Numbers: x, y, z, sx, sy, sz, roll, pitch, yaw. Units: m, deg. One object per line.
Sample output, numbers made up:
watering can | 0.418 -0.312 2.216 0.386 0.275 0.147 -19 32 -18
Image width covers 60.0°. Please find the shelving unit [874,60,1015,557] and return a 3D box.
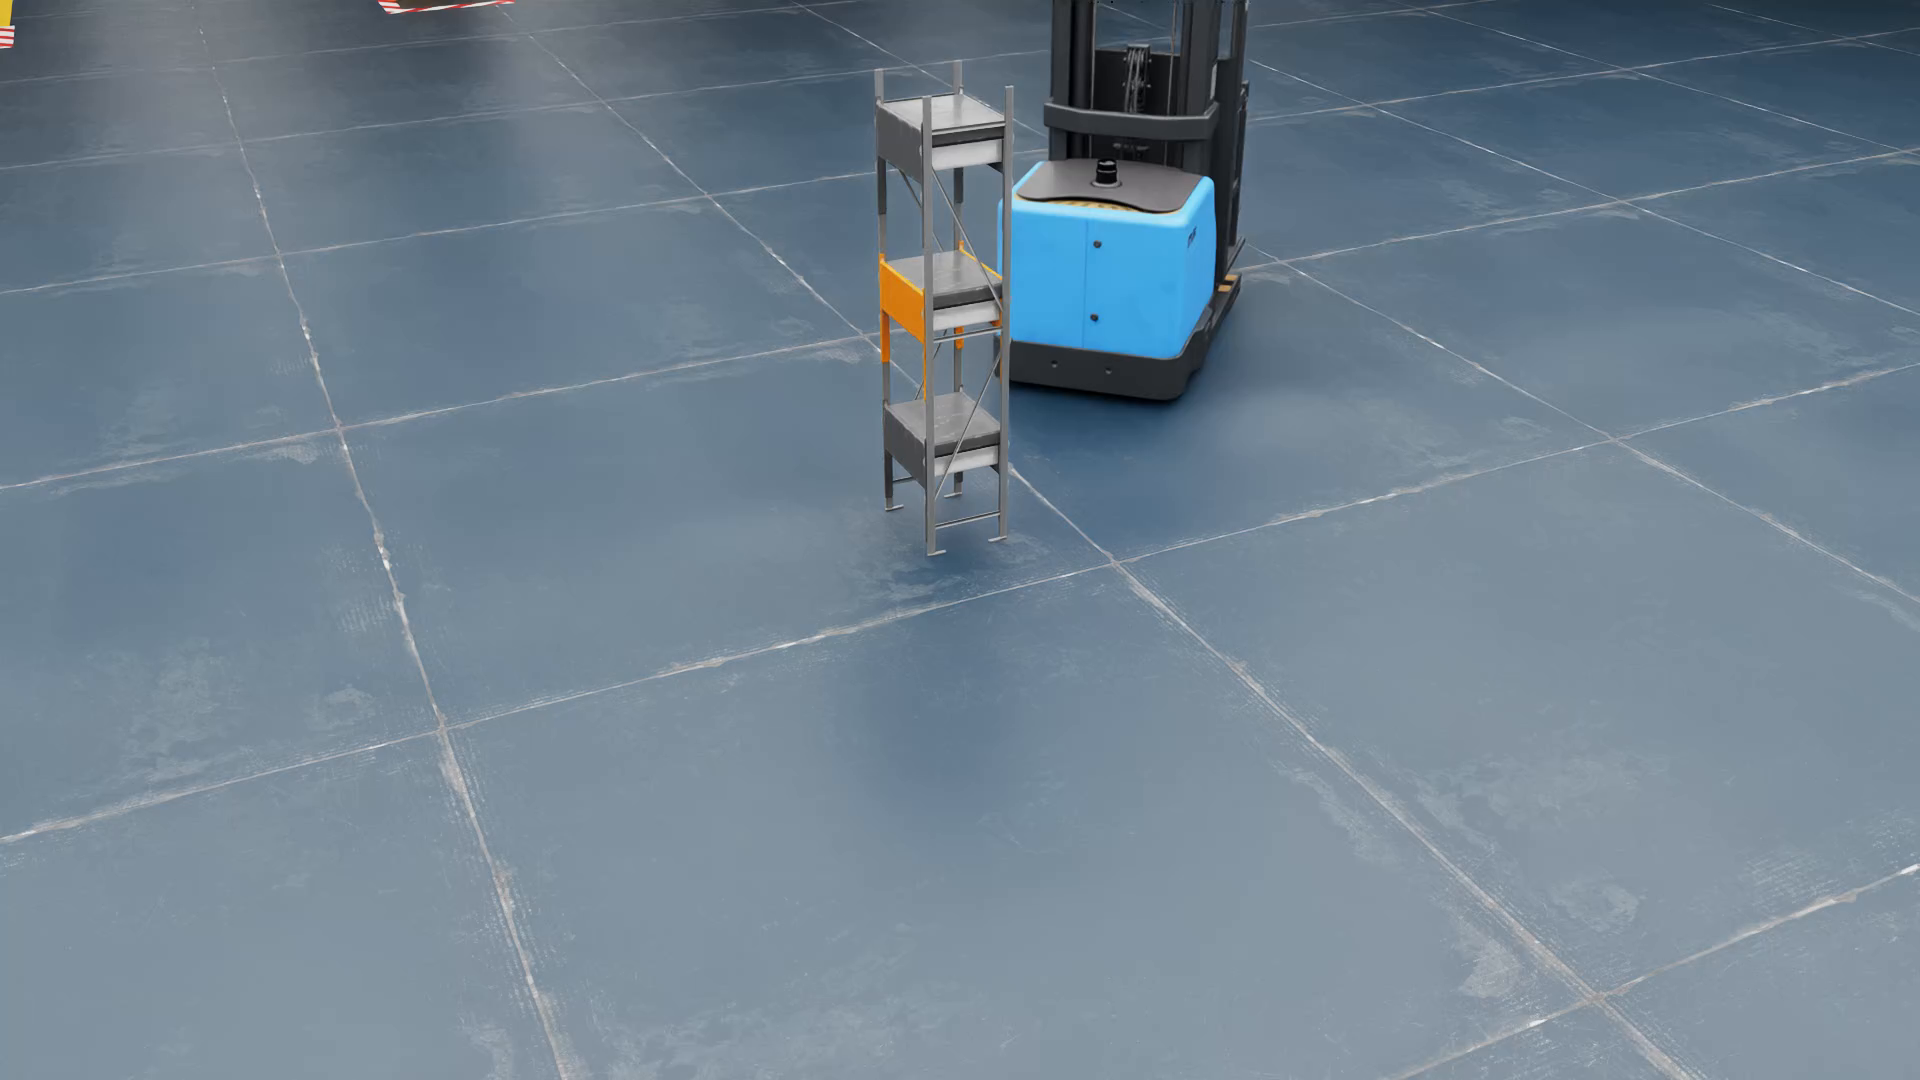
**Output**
shelving unit | -0.071 -0.989 7.367 0.431 2.100 0.503 -13 32 -22

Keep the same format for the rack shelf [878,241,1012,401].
rack shelf | -0.071 -0.977 7.374 0.431 0.518 0.480 -13 32 -22

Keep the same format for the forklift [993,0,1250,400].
forklift | 1.128 -2.737 9.634 1.130 2.935 3.031 9 31 16

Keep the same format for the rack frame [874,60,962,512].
rack frame | -0.176 -1.097 7.559 0.400 2.100 0.015 -13 32 -22

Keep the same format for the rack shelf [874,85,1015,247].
rack shelf | -0.071 -1.588 7.031 0.431 0.518 0.480 -13 32 -22

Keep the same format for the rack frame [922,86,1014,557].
rack frame | 0.034 -0.881 7.175 0.400 2.100 0.015 -13 32 -22

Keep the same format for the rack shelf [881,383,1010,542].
rack shelf | -0.071 -0.367 7.716 0.431 0.518 0.480 -13 32 -22
